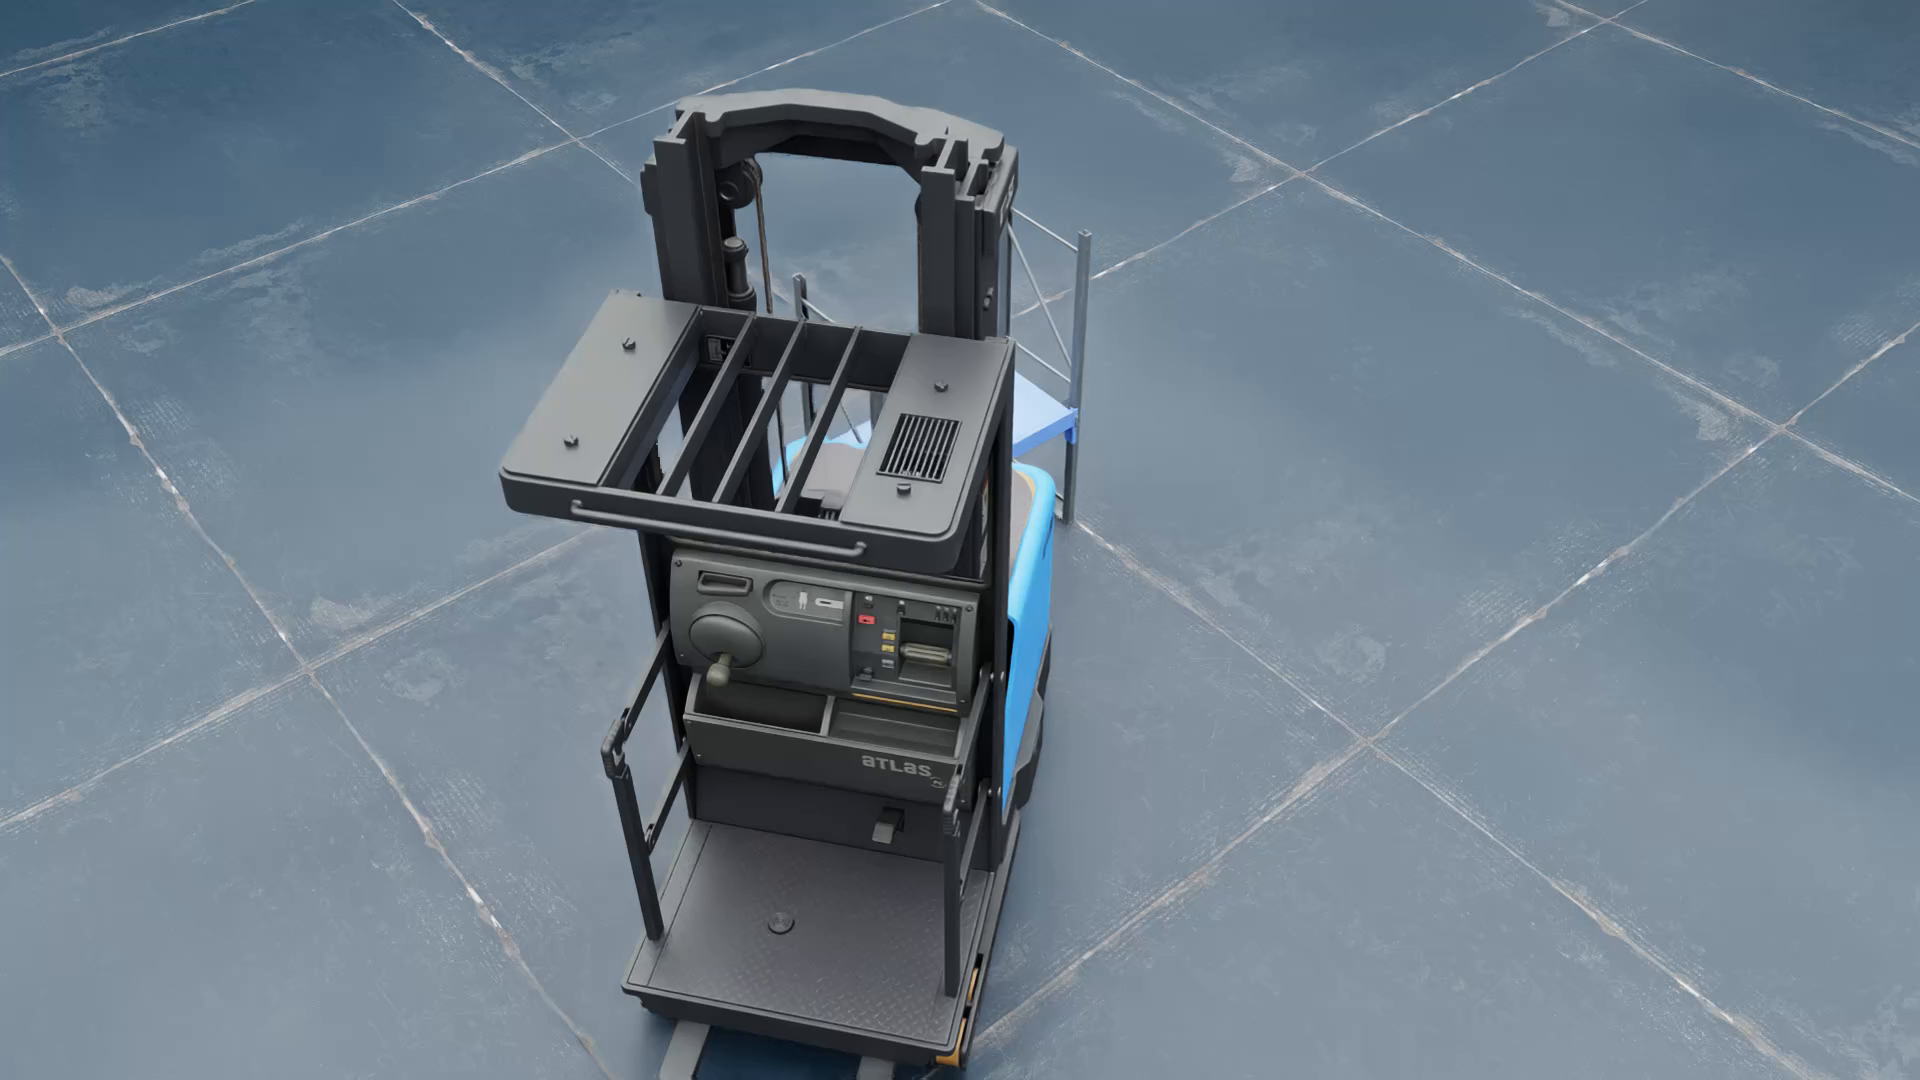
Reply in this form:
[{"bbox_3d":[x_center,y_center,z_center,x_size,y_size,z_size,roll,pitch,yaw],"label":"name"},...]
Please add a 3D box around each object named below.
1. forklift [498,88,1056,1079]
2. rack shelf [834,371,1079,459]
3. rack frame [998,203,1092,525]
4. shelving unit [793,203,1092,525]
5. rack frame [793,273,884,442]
[{"bbox_3d":[-0.452,0.369,4.770,1.130,2.935,3.031,8,44,9],"label":"forklift"},{"bbox_3d":[-0.058,-0.398,6.895,1.000,0.185,0.538,-29,51,-28],"label":"rack shelf"},{"bbox_3d":[0.334,-0.751,7.007,0.032,1.500,0.500,-29,51,-28],"label":"rack frame"},{"bbox_3d":[-0.058,-0.529,6.771,1.048,1.500,0.538,-29,51,-28],"label":"shelving unit"},{"bbox_3d":[-0.450,-0.308,6.536,0.032,1.500,0.500,-29,51,-28],"label":"rack frame"}]
